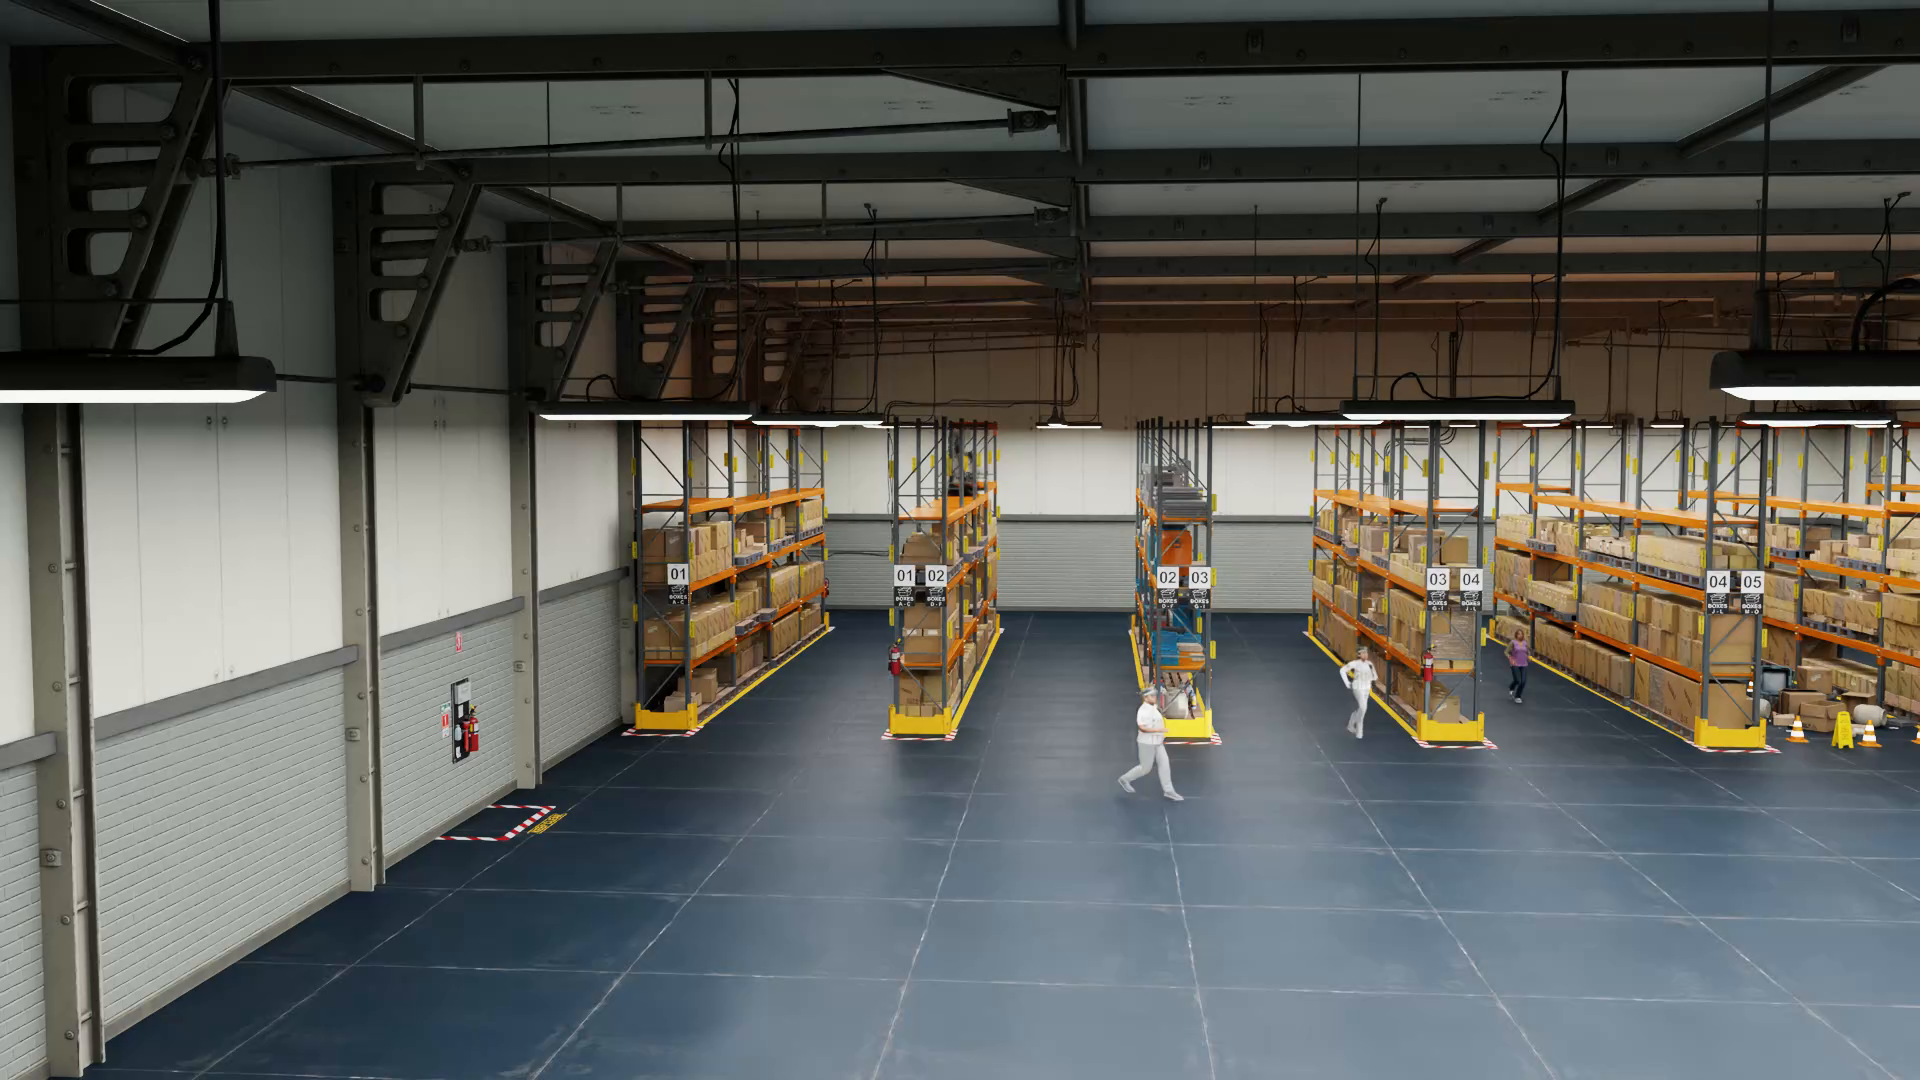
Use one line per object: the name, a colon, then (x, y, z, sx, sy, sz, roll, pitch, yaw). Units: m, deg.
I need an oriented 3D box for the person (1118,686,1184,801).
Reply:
person: (2.974, 3.143, 25.836, 1.032, 1.768, 0.675, 2, 4, 29)

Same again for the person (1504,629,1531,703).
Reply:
person: (11.779, 2.768, 35.040, 0.534, 1.331, 0.553, 0, 4, -3)

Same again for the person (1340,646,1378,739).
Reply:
person: (7.535, 2.857, 31.255, 0.627, 1.758, 0.609, -2, 4, -27)

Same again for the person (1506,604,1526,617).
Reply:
person: (15.837, 1.738, 47.244, 0.869, 1.814, 0.681, 0, 4, 1)
